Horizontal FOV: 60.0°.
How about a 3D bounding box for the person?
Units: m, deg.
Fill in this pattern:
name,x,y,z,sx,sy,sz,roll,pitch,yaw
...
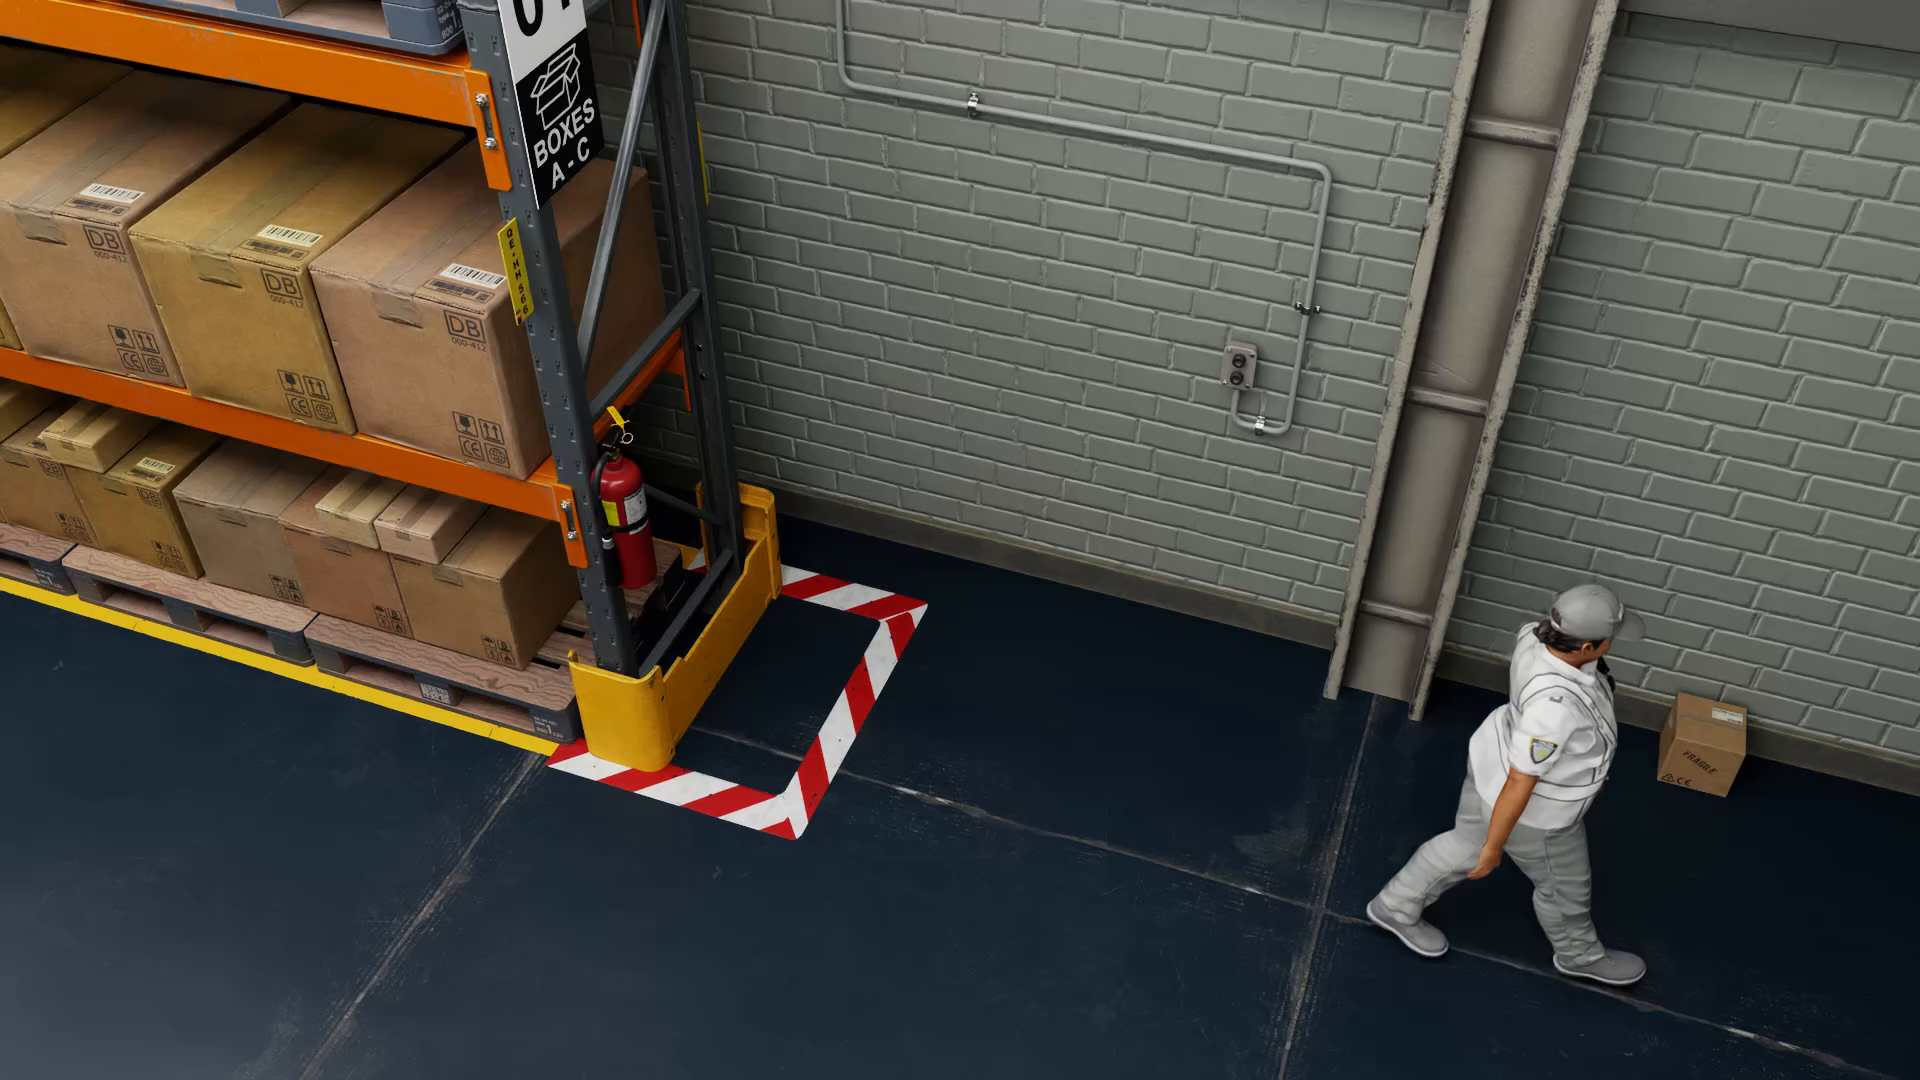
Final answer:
name,x,y,z,sx,sy,sz,roll,pitch,yaw
person,1.881,0.799,5.257,0.930,1.607,0.560,5,42,5
